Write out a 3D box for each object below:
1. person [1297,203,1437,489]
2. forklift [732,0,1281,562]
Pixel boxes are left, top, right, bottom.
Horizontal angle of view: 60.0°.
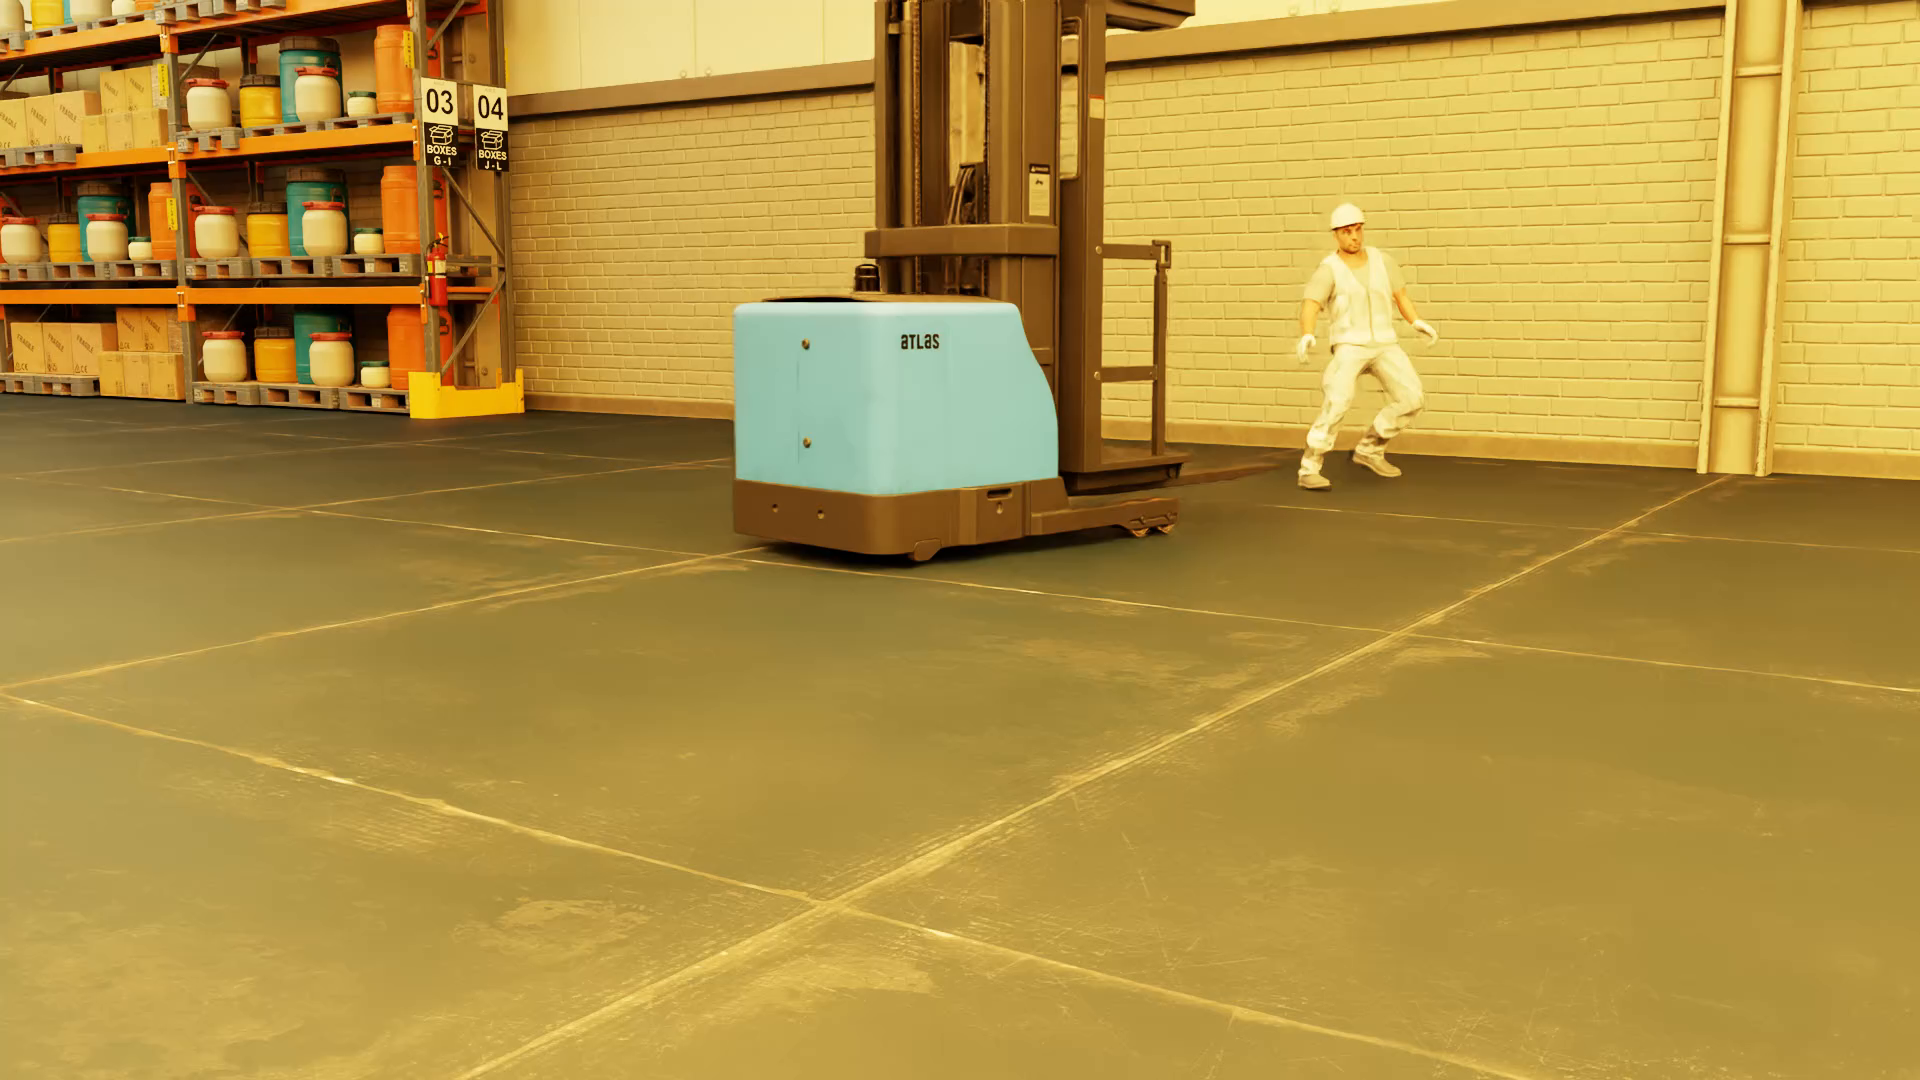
[{"bbox_3d":[2.320,-1.130,9.713,0.892,1.654,0.553,-2,8,-11],"label":"person"},{"bbox_3d":[0.397,-1.515,7.846,3.031,2.935,1.130,-8,11,-44],"label":"forklift"}]
